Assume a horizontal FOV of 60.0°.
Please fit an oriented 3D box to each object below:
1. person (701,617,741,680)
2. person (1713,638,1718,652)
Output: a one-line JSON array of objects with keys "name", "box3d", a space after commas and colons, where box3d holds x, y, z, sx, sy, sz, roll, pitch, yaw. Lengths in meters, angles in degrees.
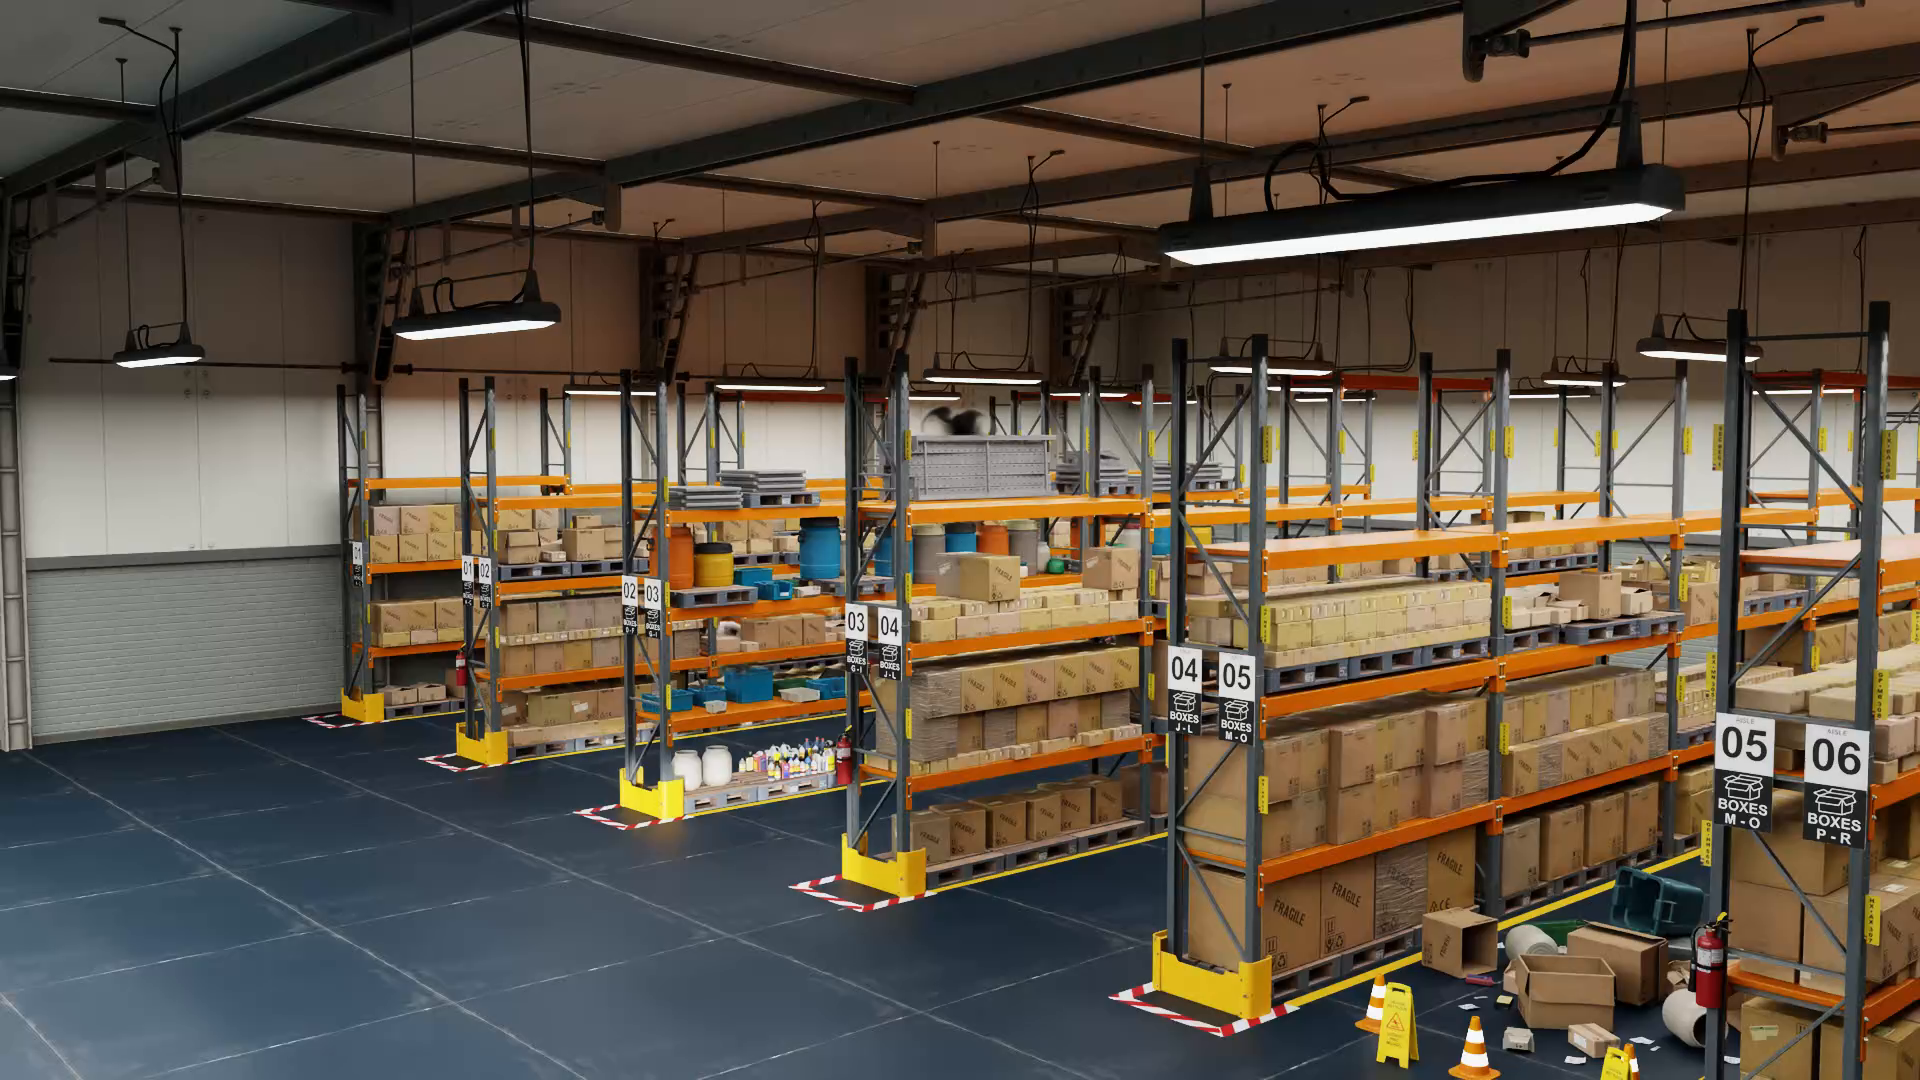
[{"name": "person", "box3d": [-4.573, 2.192, 31.936, 0.675, 1.703, 0.934, 3, 5, 42]}, {"name": "person", "box3d": [13.177, 2.467, 28.643, 0.726, 1.718, 0.587, -3, 5, -39]}]
